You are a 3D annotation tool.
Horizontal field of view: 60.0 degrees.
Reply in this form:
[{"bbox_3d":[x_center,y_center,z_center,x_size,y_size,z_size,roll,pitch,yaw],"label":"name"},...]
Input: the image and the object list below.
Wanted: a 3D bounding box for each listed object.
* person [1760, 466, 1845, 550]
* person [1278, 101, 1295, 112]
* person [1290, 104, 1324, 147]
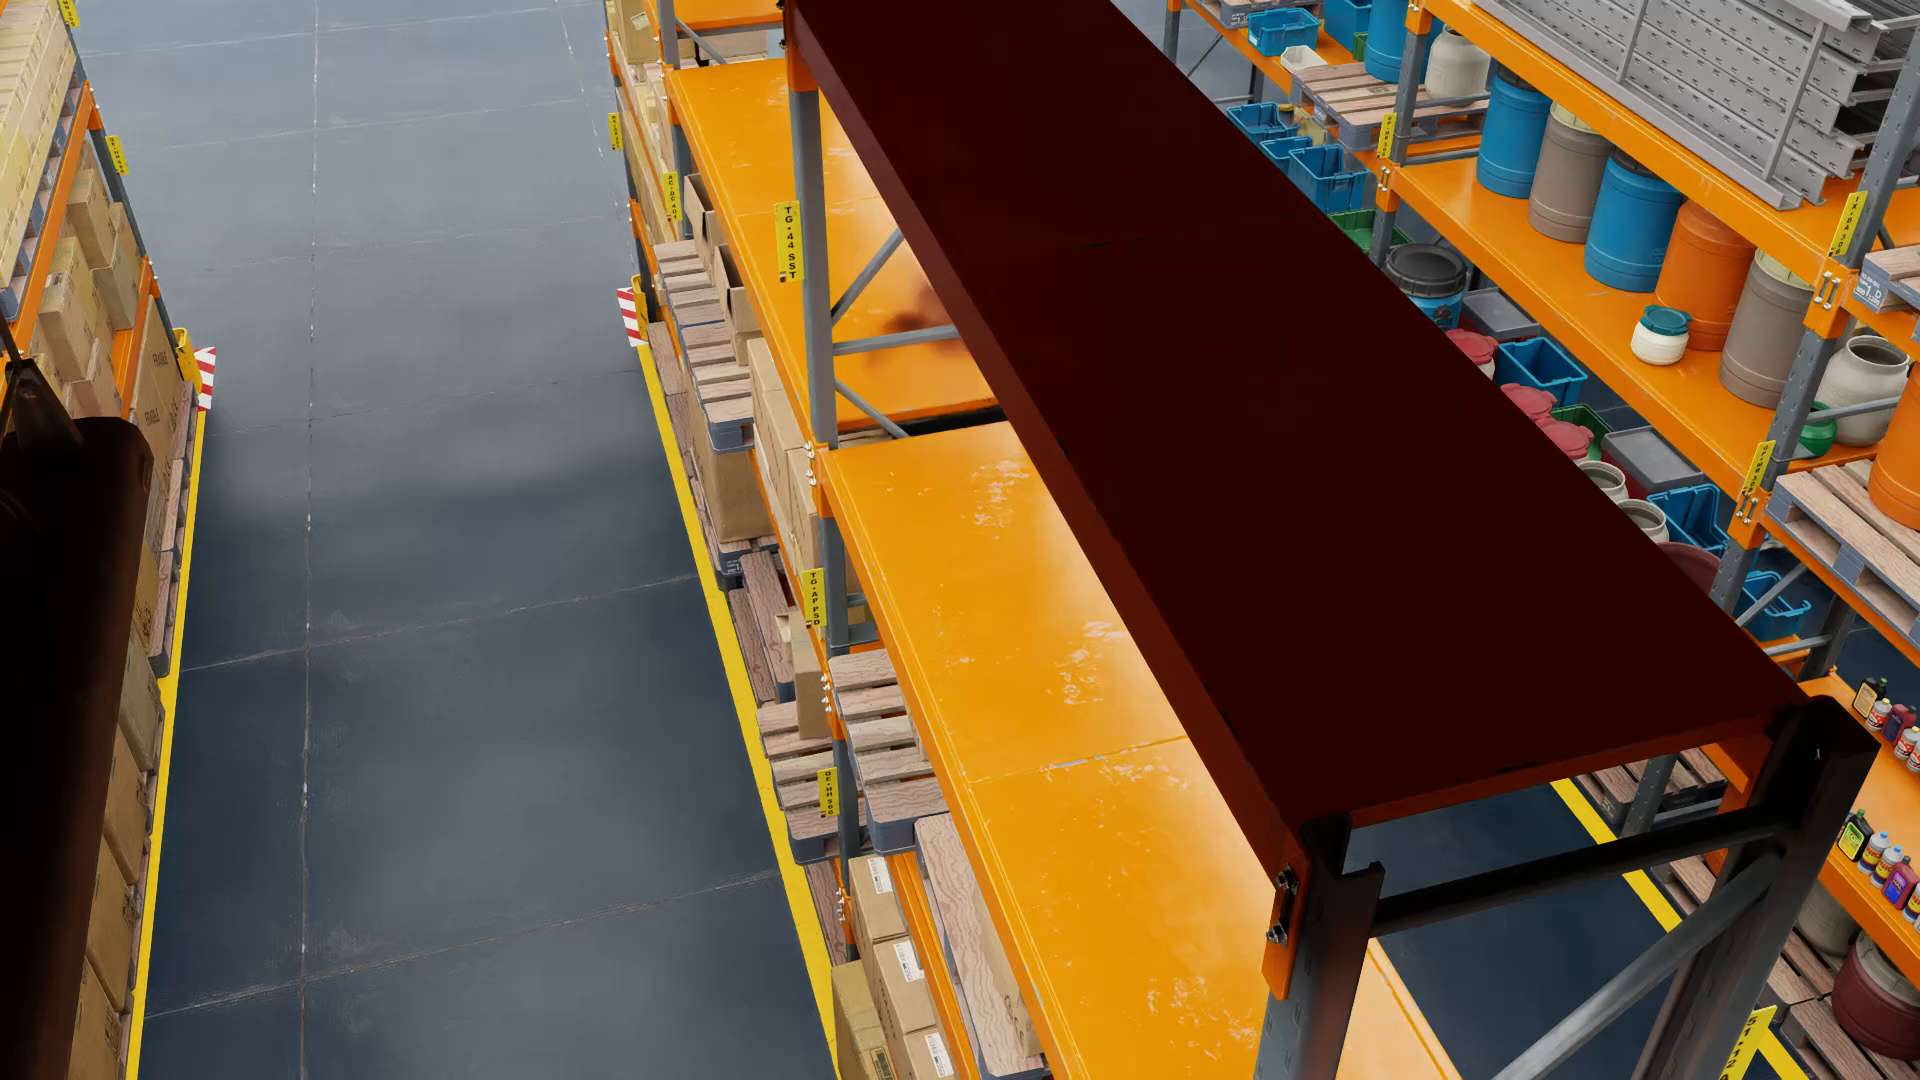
[{"bbox_3d":[6.332,-0.490,12.225,0.682,1.588,0.833,-18,42,-22],"label":"person"},{"bbox_3d":[3.772,-5.624,18.546,0.569,1.718,0.711,10,40,13],"label":"person"},{"bbox_3d":[3.463,-3.935,16.505,0.612,1.649,0.563,-20,43,-24],"label":"person"}]
